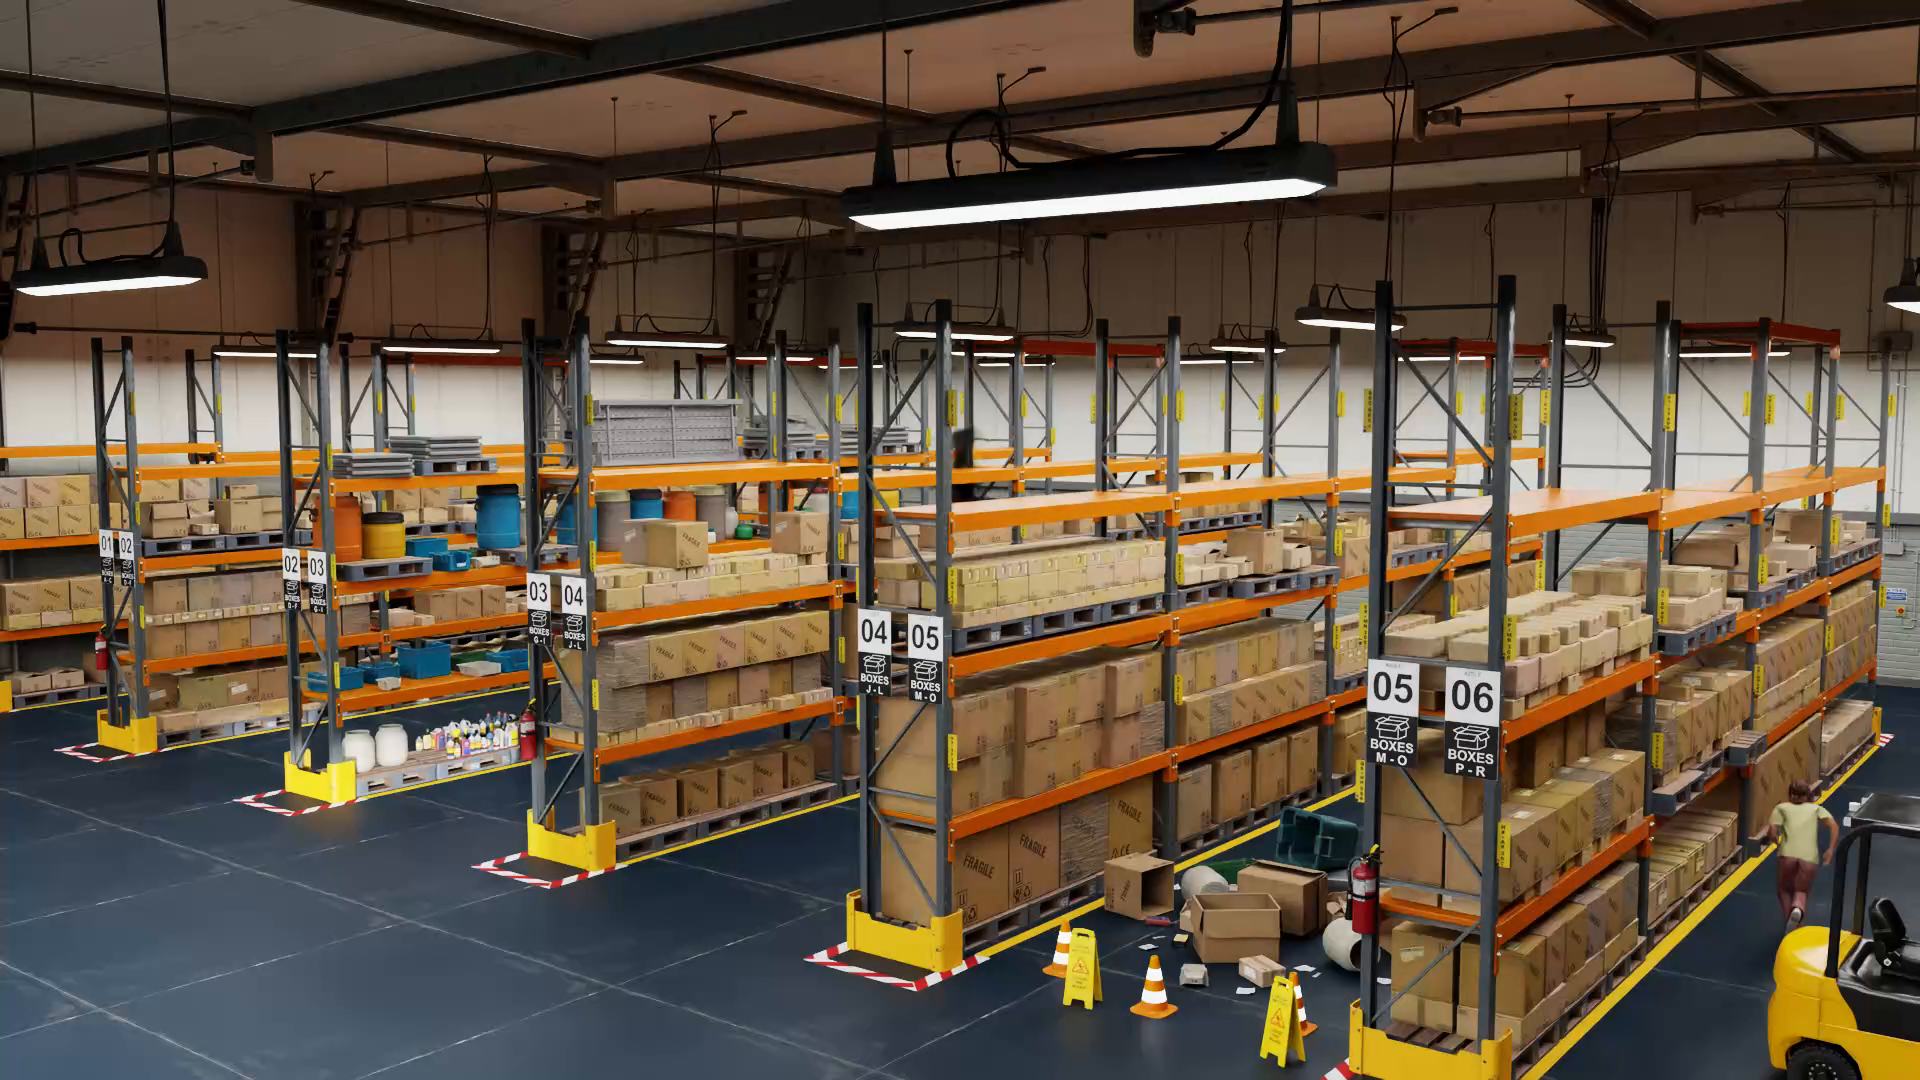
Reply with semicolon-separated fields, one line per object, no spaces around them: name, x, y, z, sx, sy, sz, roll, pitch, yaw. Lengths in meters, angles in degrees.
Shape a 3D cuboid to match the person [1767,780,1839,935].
person;7.962;3.068;15.731;0.600;1.495;0.828;2;6;26
